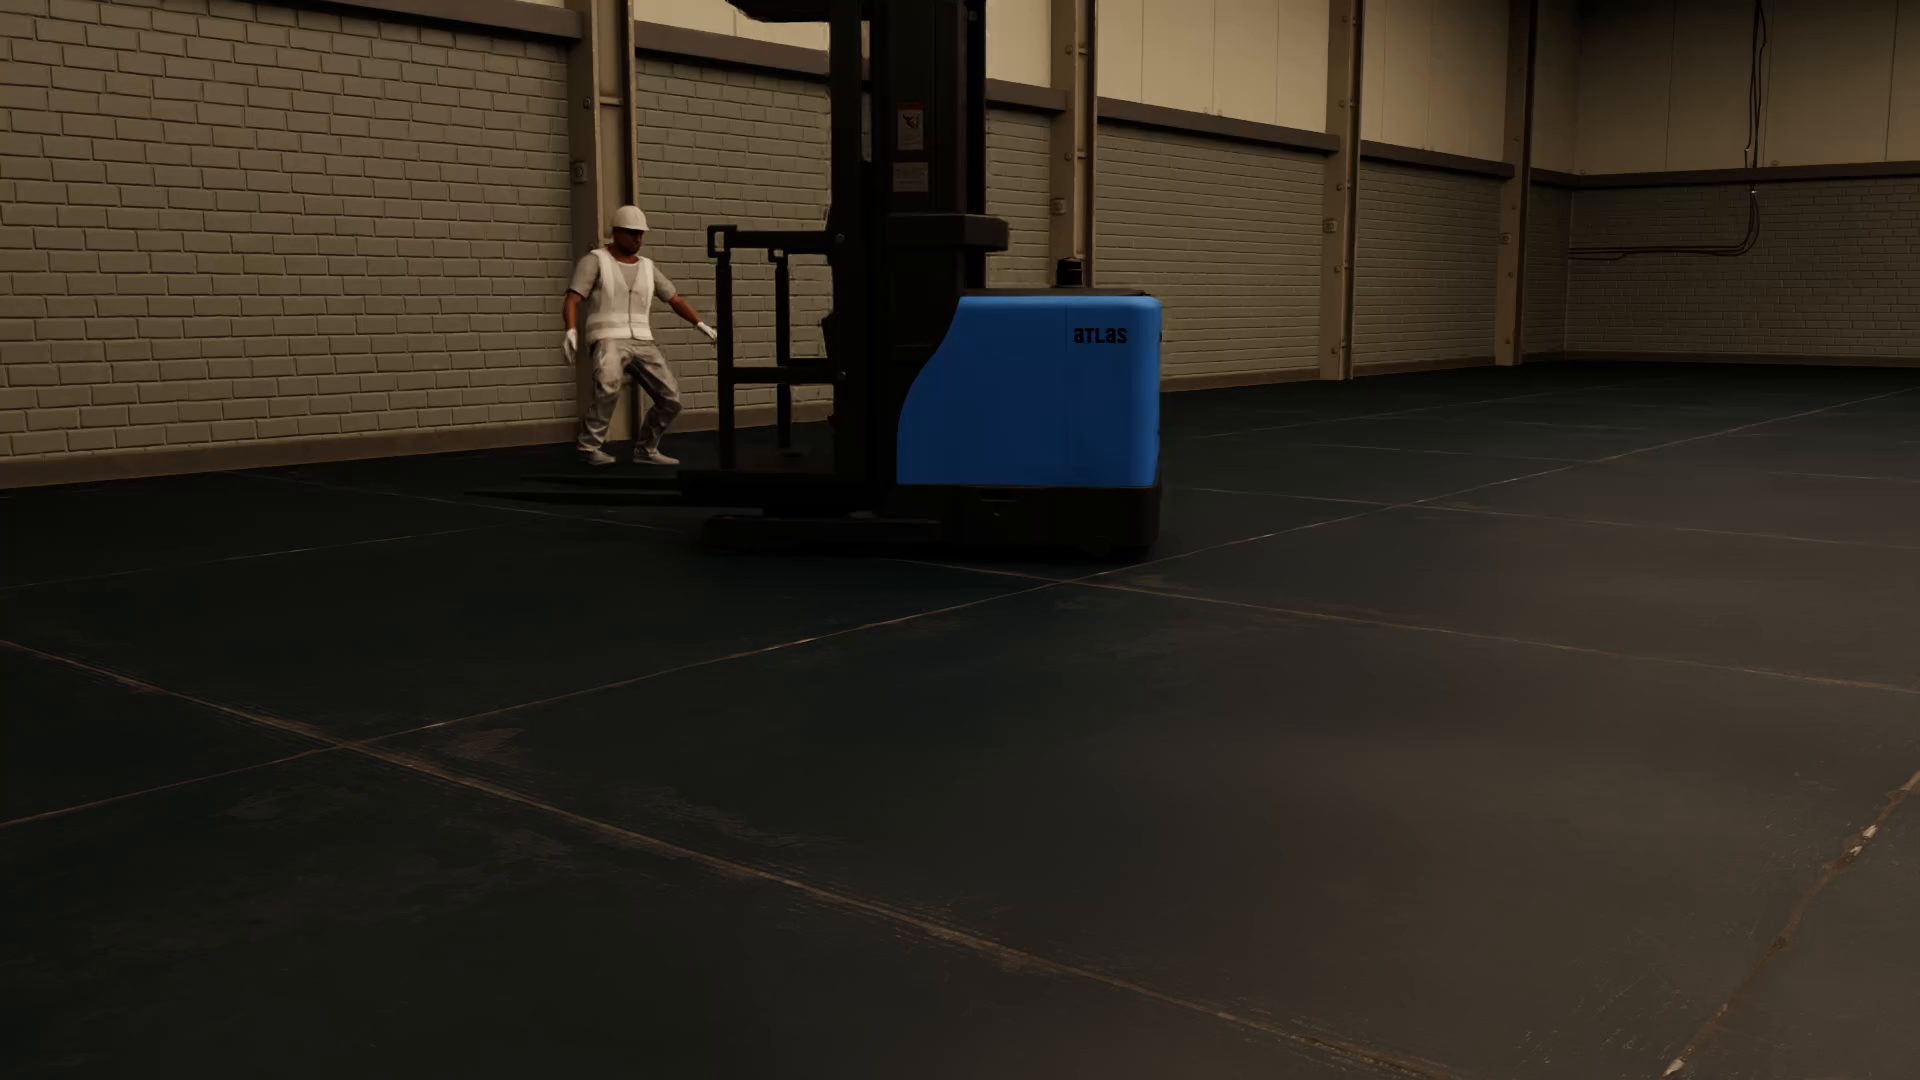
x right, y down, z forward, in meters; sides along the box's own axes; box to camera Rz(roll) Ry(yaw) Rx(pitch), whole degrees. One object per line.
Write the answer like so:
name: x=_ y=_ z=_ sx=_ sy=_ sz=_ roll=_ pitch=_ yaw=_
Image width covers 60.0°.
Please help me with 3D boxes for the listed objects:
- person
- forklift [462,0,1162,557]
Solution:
person: x=-2.035 y=-1.236 z=10.303 sx=1.018 sy=1.645 sz=0.691 roll=-7 pitch=11 yaw=-40
forklift: x=-0.640 y=-1.456 z=7.229 sx=3.031 sy=2.935 sz=1.130 roll=1 pitch=8 yaw=8
